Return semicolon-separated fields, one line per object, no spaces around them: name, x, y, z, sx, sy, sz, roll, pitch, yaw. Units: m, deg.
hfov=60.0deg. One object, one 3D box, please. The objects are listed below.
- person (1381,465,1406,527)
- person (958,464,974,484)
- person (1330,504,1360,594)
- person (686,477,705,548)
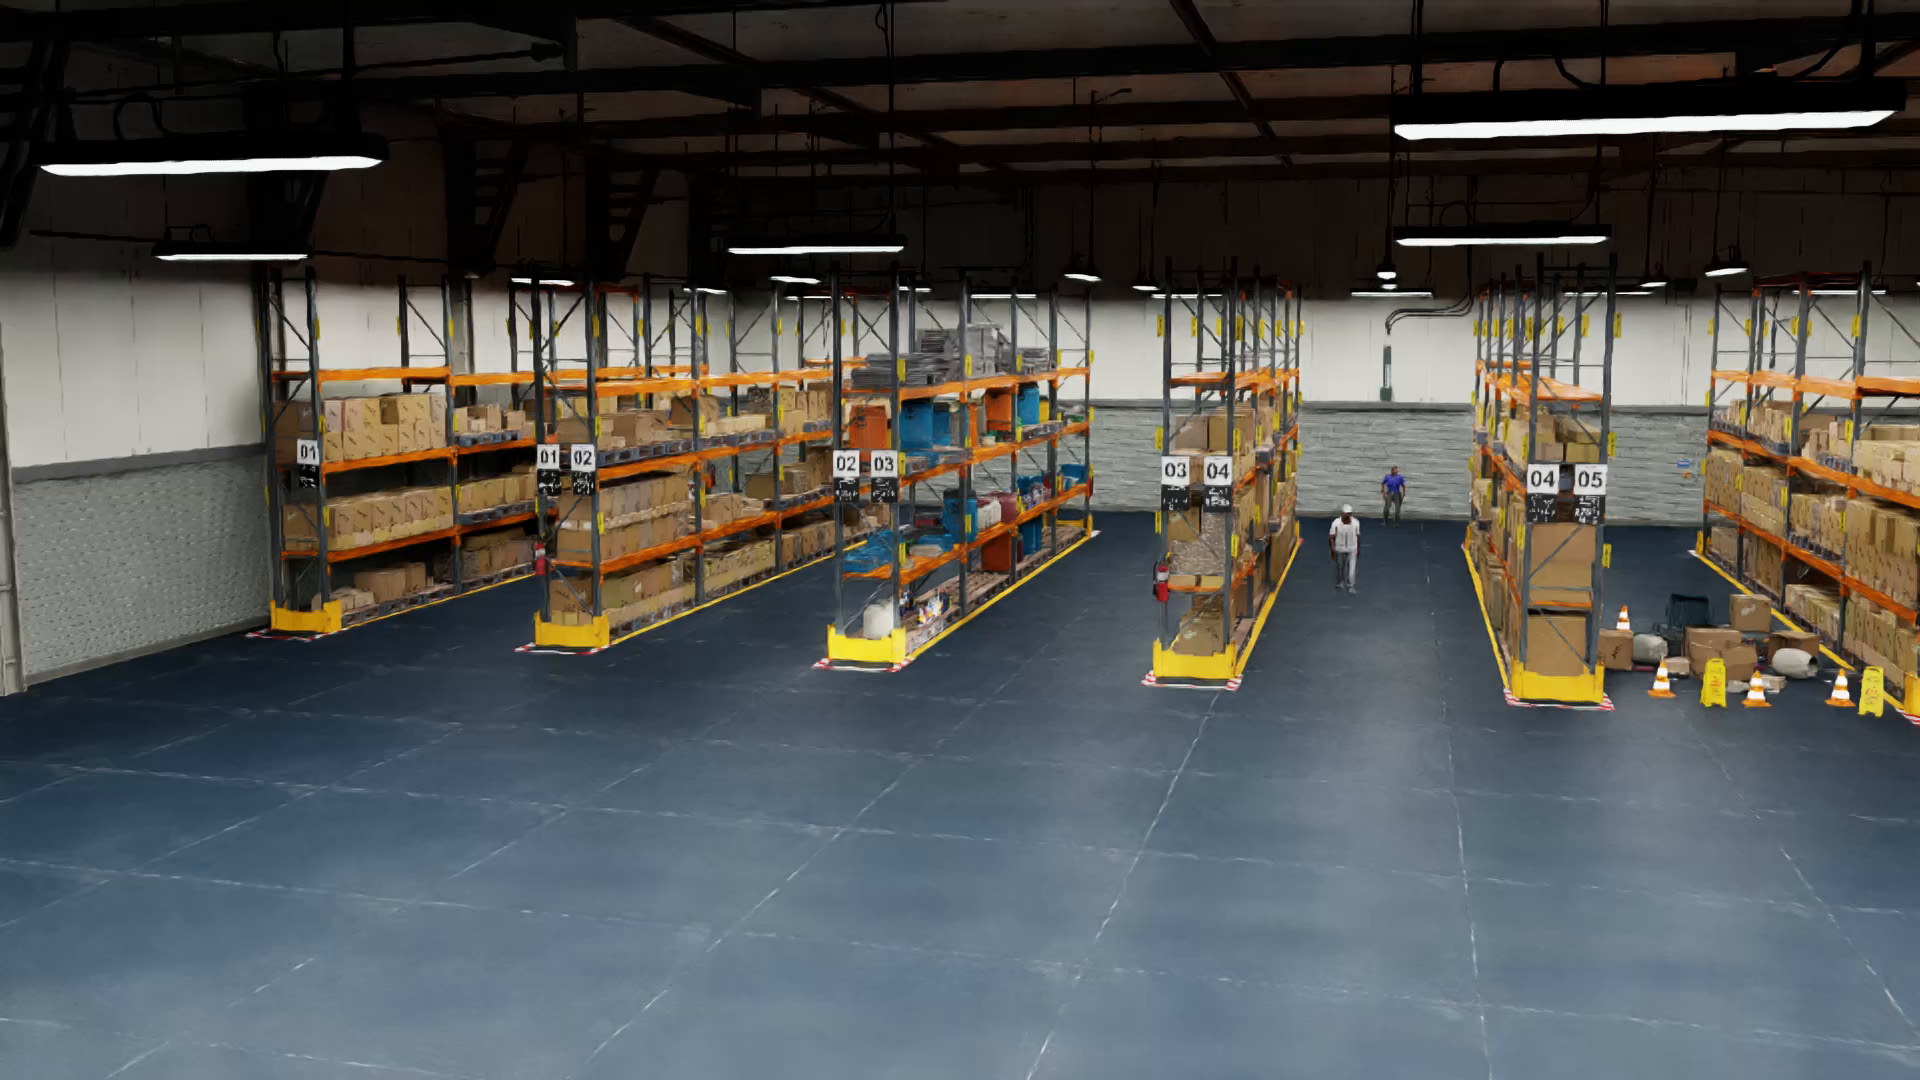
person;10.944;-1.113;42.023;0.592;1.604;0.512;2;7;12
person;0.091;-1.654;45.444;0.468;1.775;0.715;7;10;43
person;7.309;0.150;31.571;0.582;1.683;1.113;2;7;12
person;-6.120;-0.658;38.234;0.463;1.625;0.989;2;7;13
